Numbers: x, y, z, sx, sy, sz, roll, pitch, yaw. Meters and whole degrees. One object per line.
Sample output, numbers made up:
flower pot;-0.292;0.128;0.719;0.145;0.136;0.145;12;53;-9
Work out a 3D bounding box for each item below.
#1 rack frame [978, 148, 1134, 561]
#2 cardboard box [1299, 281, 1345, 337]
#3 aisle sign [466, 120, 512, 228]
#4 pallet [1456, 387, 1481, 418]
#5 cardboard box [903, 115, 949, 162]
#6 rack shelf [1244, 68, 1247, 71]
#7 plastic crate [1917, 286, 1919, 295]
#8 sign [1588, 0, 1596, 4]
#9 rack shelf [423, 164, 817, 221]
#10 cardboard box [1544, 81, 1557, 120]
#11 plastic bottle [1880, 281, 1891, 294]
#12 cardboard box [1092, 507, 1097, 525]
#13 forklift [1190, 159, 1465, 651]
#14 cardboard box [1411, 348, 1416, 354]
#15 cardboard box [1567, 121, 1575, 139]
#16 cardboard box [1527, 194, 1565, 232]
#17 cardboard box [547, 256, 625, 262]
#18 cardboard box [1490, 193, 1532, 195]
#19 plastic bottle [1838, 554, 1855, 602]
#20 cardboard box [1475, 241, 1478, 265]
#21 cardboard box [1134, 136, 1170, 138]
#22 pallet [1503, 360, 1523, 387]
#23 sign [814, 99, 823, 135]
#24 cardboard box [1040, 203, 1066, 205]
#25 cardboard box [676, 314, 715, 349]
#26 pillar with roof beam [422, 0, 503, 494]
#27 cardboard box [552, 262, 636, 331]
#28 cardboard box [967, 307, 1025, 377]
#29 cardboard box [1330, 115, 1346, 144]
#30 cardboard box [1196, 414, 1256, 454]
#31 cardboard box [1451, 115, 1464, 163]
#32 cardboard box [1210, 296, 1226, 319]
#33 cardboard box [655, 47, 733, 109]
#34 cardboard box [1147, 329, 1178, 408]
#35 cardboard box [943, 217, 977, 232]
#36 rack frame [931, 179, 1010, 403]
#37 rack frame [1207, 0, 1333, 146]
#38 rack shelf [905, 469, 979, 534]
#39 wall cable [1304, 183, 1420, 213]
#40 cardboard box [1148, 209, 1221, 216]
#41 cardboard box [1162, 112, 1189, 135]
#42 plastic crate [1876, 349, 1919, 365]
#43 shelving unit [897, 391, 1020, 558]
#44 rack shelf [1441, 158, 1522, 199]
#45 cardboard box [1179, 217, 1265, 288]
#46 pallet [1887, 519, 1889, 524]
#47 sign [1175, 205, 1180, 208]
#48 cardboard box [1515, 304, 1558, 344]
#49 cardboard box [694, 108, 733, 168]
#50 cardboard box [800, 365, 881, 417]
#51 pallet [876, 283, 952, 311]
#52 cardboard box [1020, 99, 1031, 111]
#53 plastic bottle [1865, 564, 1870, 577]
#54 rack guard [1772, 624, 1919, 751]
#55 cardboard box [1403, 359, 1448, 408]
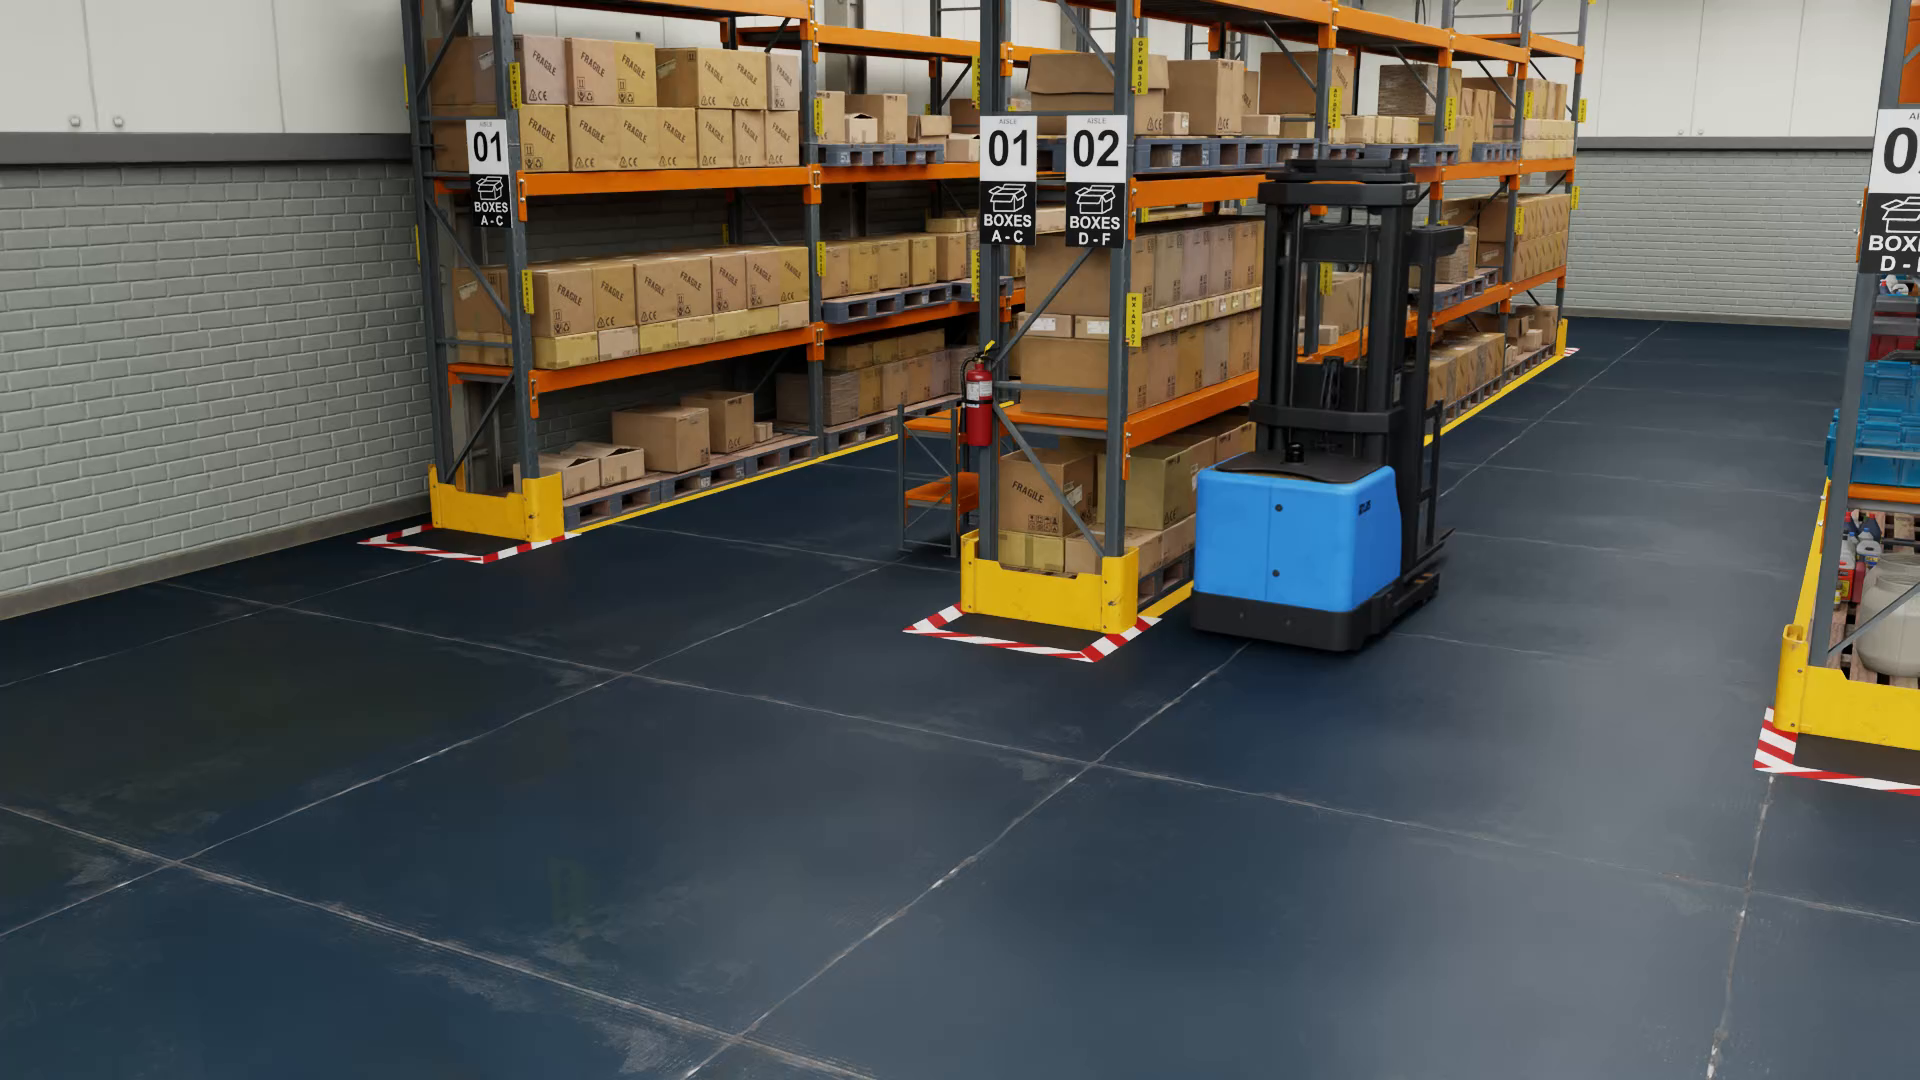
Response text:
rack frame;0.588;-0.961;10.620;1.000;3.000;0.127;7;15;28
cardboard box;3.162;-2.094;15.106;0.500;0.500;0.500;9;16;32
aisle sign;-3.522;-2.737;12.438;0.394;0.787;0.004;7;15;28
pallet;5.440;-1.645;19.407;1.003;0.211;1.213;7;15;28
cardboard box;-0.590;-4.426;18.327;0.797;0.503;0.637;10;17;36
rack shelf;3.018;-6.766;24.287;1.077;0.370;4.000;7;15;28
plastic crate;11.074;-2.841;18.854;0.396;0.136;0.243;7;15;28
sign;8.799;-7.624;23.127;0.100;0.325;0.005;7;15;28
rack shelf;-2.783;-3.040;14.379;1.077;0.370;4.000;7;15;28
cardboard box;7.625;-5.922;22.449;0.700;0.500;0.500;7;15;28
plastic bottle;9.432;-2.475;17.007;0.144;0.351;0.185;7;15;28
cardboard box;0.820;-0.076;11.919;0.500;0.250;0.500;7;15;28
forklift;2.643;-1.046;11.117;1.130;2.935;3.031;8;16;30
cardboard box;4.953;-1.926;19.016;0.500;0.500;0.500;7;15;26
cardboard box;8.298;-5.738;23.286;0.500;0.250;0.500;7;15;28
cardboard box;8.105;-4.552;23.169;0.500;0.500;0.500;8;16;30
cardboard box;-3.210;-2.152;14.239;0.500;0.500;0.500;7;15;27
cardboard box;7.878;-4.717;23.853;0.500;0.500;0.500;8;16;30
plastic bottle;5.572;0.236;10.527;0.152;0.276;0.135;8;15;28
cardboard box;6.406;-3.603;21.366;0.500;0.500;0.500;8;16;29
cardboard box;2.616;-5.733;23.226;0.500;0.250;0.500;7;15;28
pallet;6.722;-2.208;21.743;1.003;0.211;1.213;7;15;28
sign;-1.338;-3.992;15.688;0.100;0.325;0.005;7;15;28
cardboard box;1.354;-4.378;22.303;0.500;0.250;0.500;8;15;29
cardboard box;-2.500;-1.838;14.534;0.500;0.250;0.500;8;15;29
pillar with roof beam;-0.400;-4.192;11.221;9.100;9.000;0.400;7;15;28
cardboard box;-3.008;-1.987;13.553;0.500;0.500;0.500;7;15;28
cardboard box;0.588;-2.458;20.520;0.750;0.750;0.750;7;15;27
cardboard box;3.091;-3.610;14.629;0.500;0.250;0.500;6;15;23
cardboard box;1.999;-0.690;12.864;0.500;0.500;0.500;7;15;28
cardboard box;4.884;-4.307;17.886;0.910;0.500;0.500;7;15;28
cardboard box;1.710;-1.696;12.073;0.380;0.149;0.250;8;15;29
cardboard box;-2.320;-3.989;14.391;0.500;0.500;0.500;7;15;26
cardboard box;1.075;-1.212;11.449;0.700;0.500;0.500;8;16;29
cardboard box;-0.023;-3.666;19.306;0.380;0.149;0.250;5;15;21
rack frame;0.117;-3.163;19.753;1.000;3.000;0.127;7;15;28
rack frame;2.522;-4.698;13.321;1.000;3.000;0.127;7;15;28
rack shelf;0.003;-0.311;12.965;0.538;0.278;1.000;7;15;28
wall cable;7.032;-7.331;30.867;3.097;2.526;0.112;7;15;28
cardboard box;3.405;-4.694;25.463;0.980;0.700;0.700;7;15;28
cardboard box;1.311;-2.791;11.150;0.380;0.149;0.250;7;15;28
plastic crate;6.492;-1.097;11.314;0.767;0.338;0.504;7;15;28
shelving unit;0.003;-0.548;12.907;0.538;1.125;1.048;7;15;28
rack shelf;5.422;-4.121;18.863;1.077;0.370;4.000;7;15;28
cardboard box;2.070;-2.265;13.049;0.700;0.500;0.500;7;15;28
pallet;7.791;-0.281;13.748;1.003;0.211;1.213;7;15;28
sign;3.502;-5.328;26.716;0.100;0.325;0.005;7;15;28
cardboard box;8.276;-3.103;23.899;0.500;0.500;0.500;7;15;28
cardboard box;-2.334;-3.507;14.523;0.500;0.500;0.500;7;15;26
cardboard box;-1.269;-1.605;17.688;0.700;0.500;0.500;7;15;27
pallet;-0.804;-2.659;18.071;1.003;0.211;1.213;7;15;28
cardboard box;0.512;-5.104;20.253;0.700;0.500;0.500;6;15;25
plastic bottle;5.758;0.254;10.611;0.097;0.201;0.097;0;14;0
rack guard;4.918;0.795;8.669;1.175;0.500;0.348;7;15;28
cardboard box;4.926;-1.662;17.922;0.500;0.500;0.500;8;16;30
